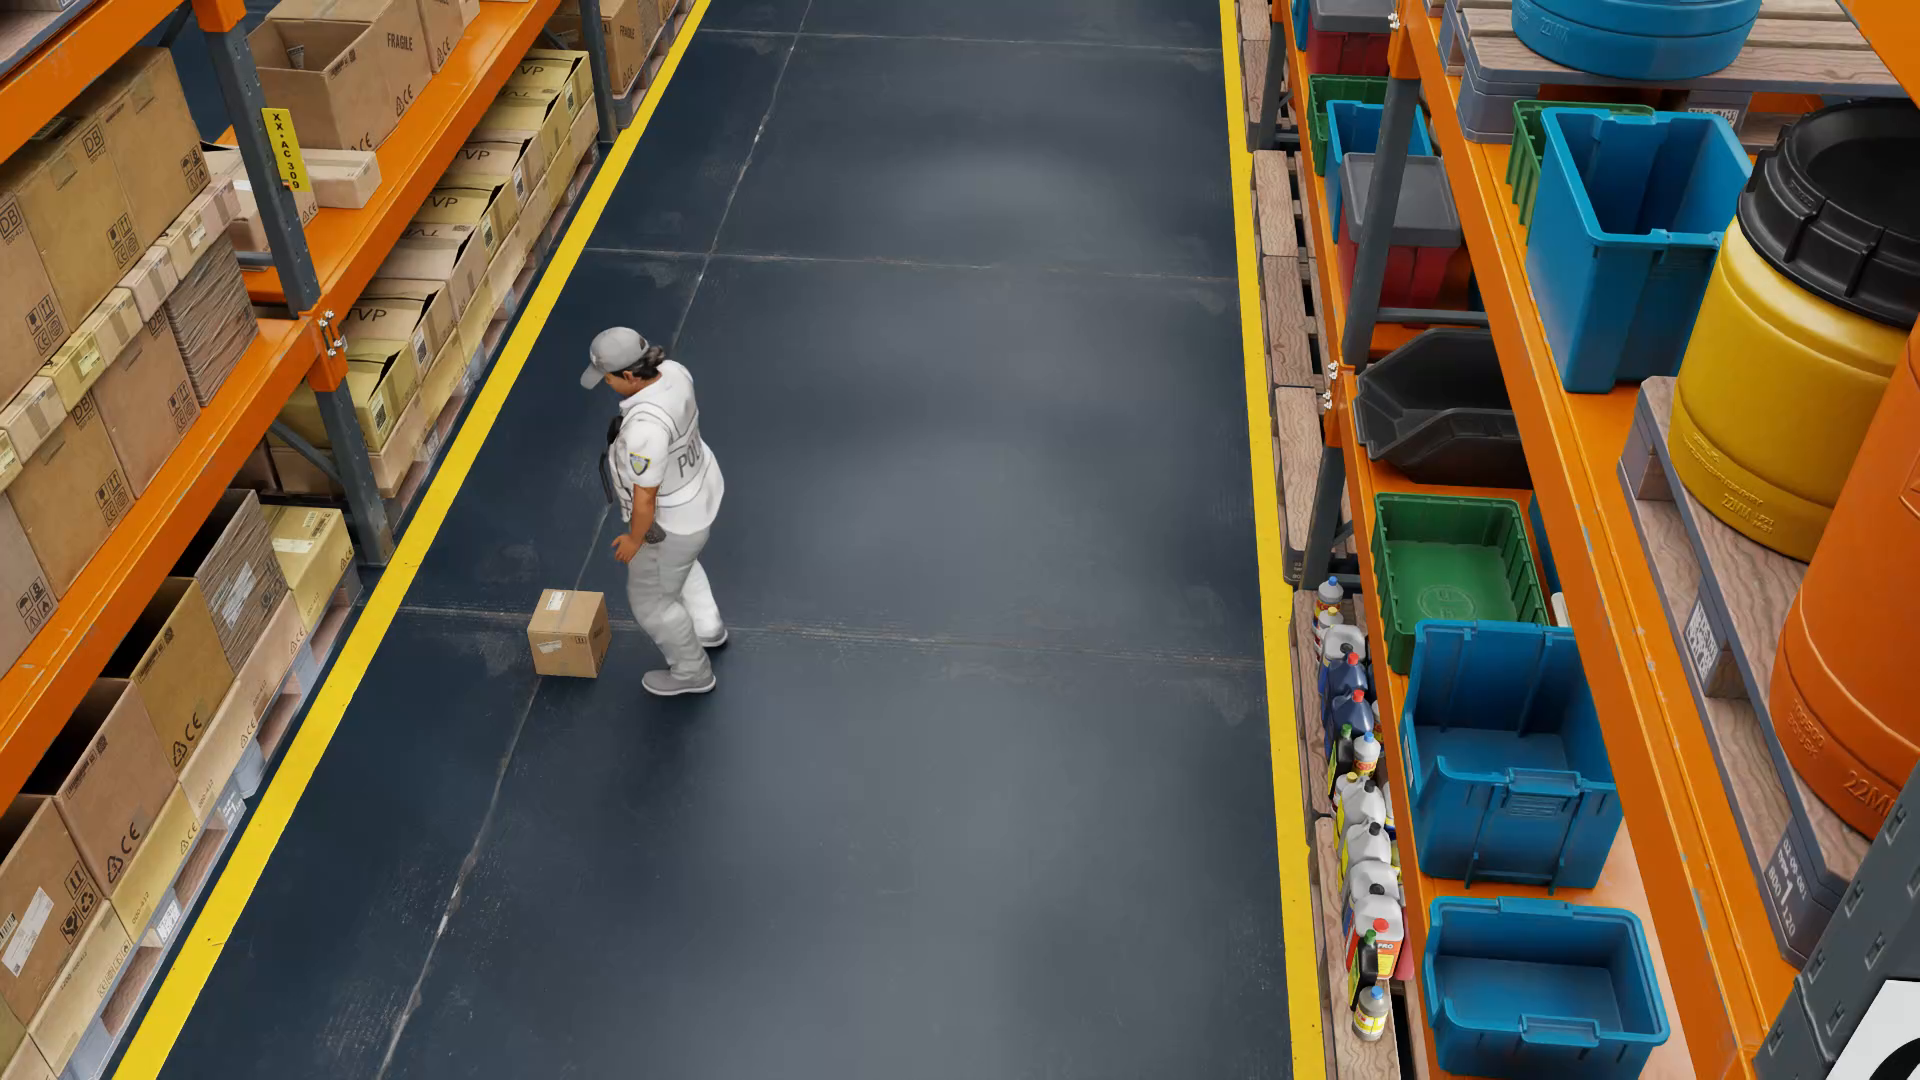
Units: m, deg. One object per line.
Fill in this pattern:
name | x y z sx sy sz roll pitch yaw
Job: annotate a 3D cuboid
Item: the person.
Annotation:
person | -1.137 -0.096 6.300 0.415 1.640 0.484 4 40 5
